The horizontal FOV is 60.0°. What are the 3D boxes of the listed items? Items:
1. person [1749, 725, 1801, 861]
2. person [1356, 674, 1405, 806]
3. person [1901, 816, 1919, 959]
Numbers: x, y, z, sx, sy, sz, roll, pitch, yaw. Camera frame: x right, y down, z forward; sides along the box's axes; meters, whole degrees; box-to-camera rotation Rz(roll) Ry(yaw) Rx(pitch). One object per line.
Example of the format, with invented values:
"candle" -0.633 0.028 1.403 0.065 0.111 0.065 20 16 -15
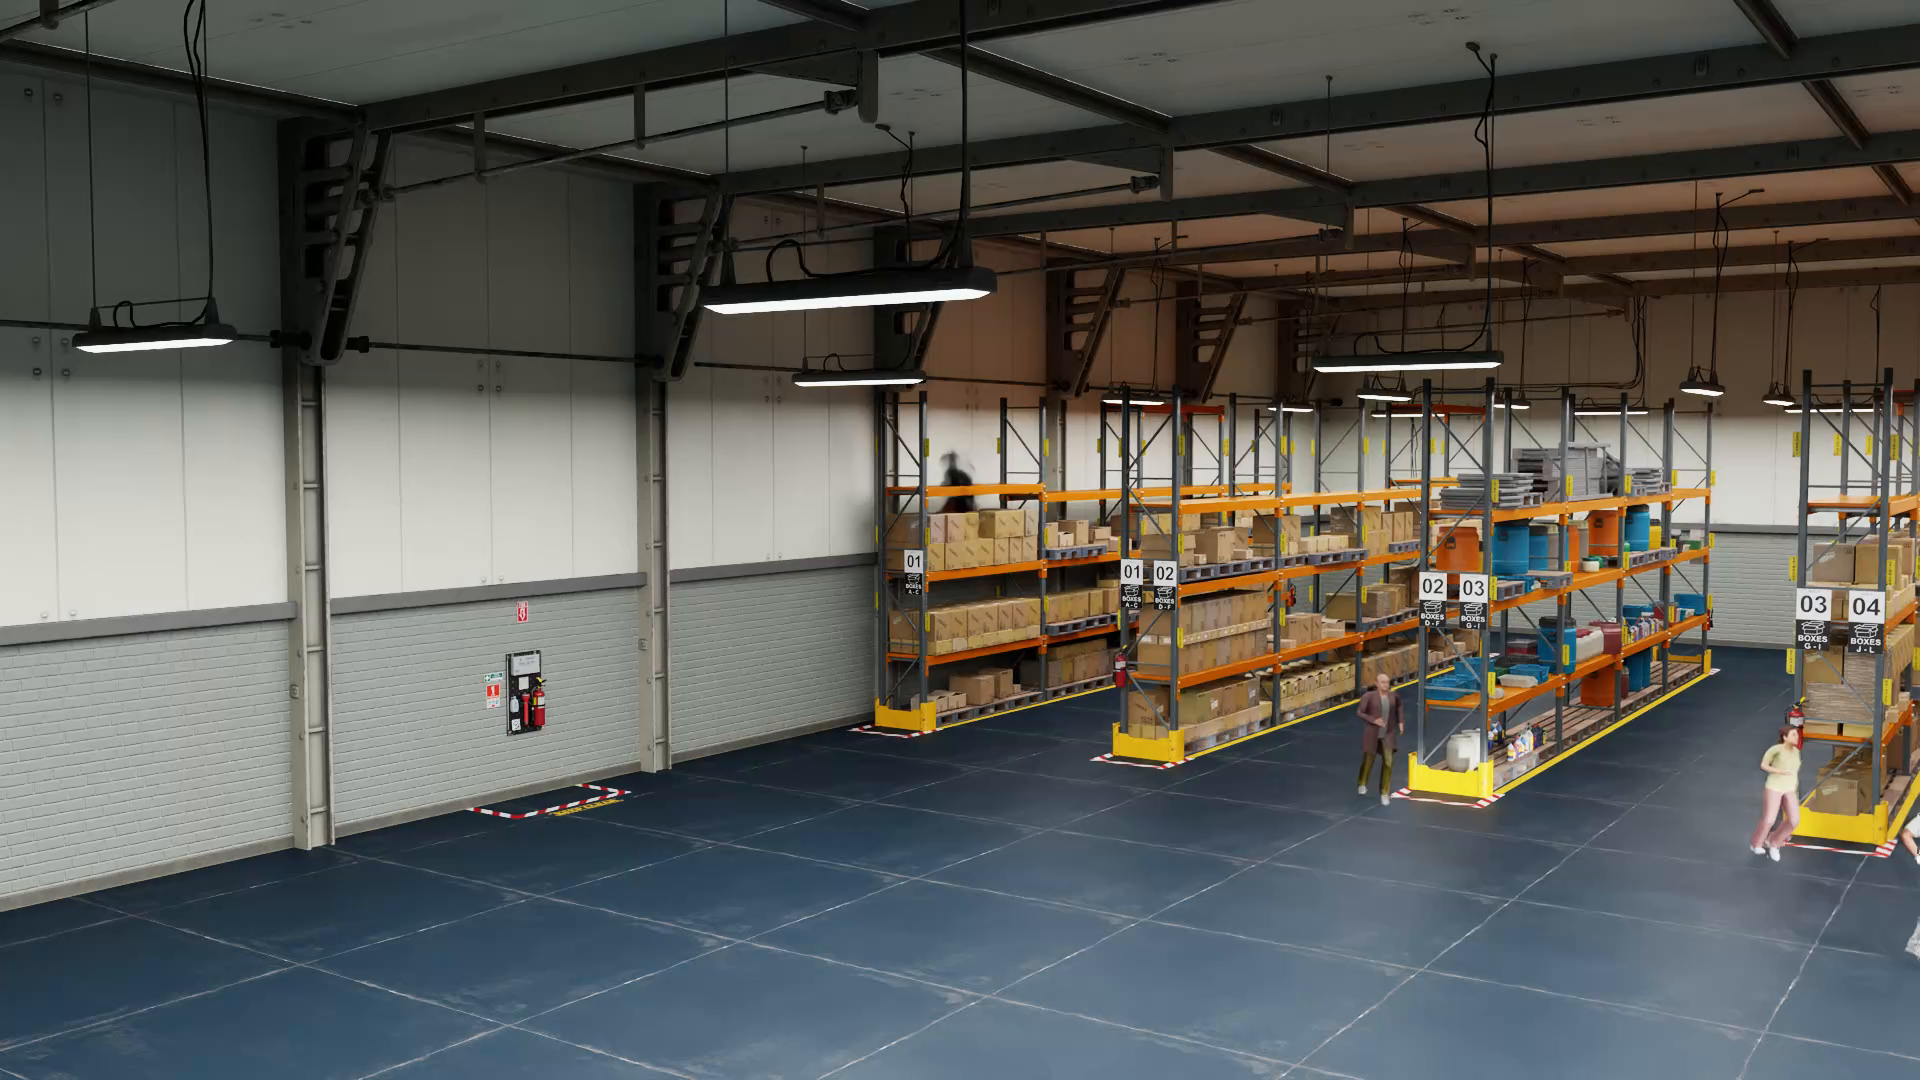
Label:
"person" 10.028 3.067 20.238 0.589 1.643 0.617 0 3 -4
"person" 5.967 2.814 23.596 0.744 1.853 0.818 0 3 -3
"person" 9.427 3.239 15.877 0.654 1.832 0.764 -2 4 -31
